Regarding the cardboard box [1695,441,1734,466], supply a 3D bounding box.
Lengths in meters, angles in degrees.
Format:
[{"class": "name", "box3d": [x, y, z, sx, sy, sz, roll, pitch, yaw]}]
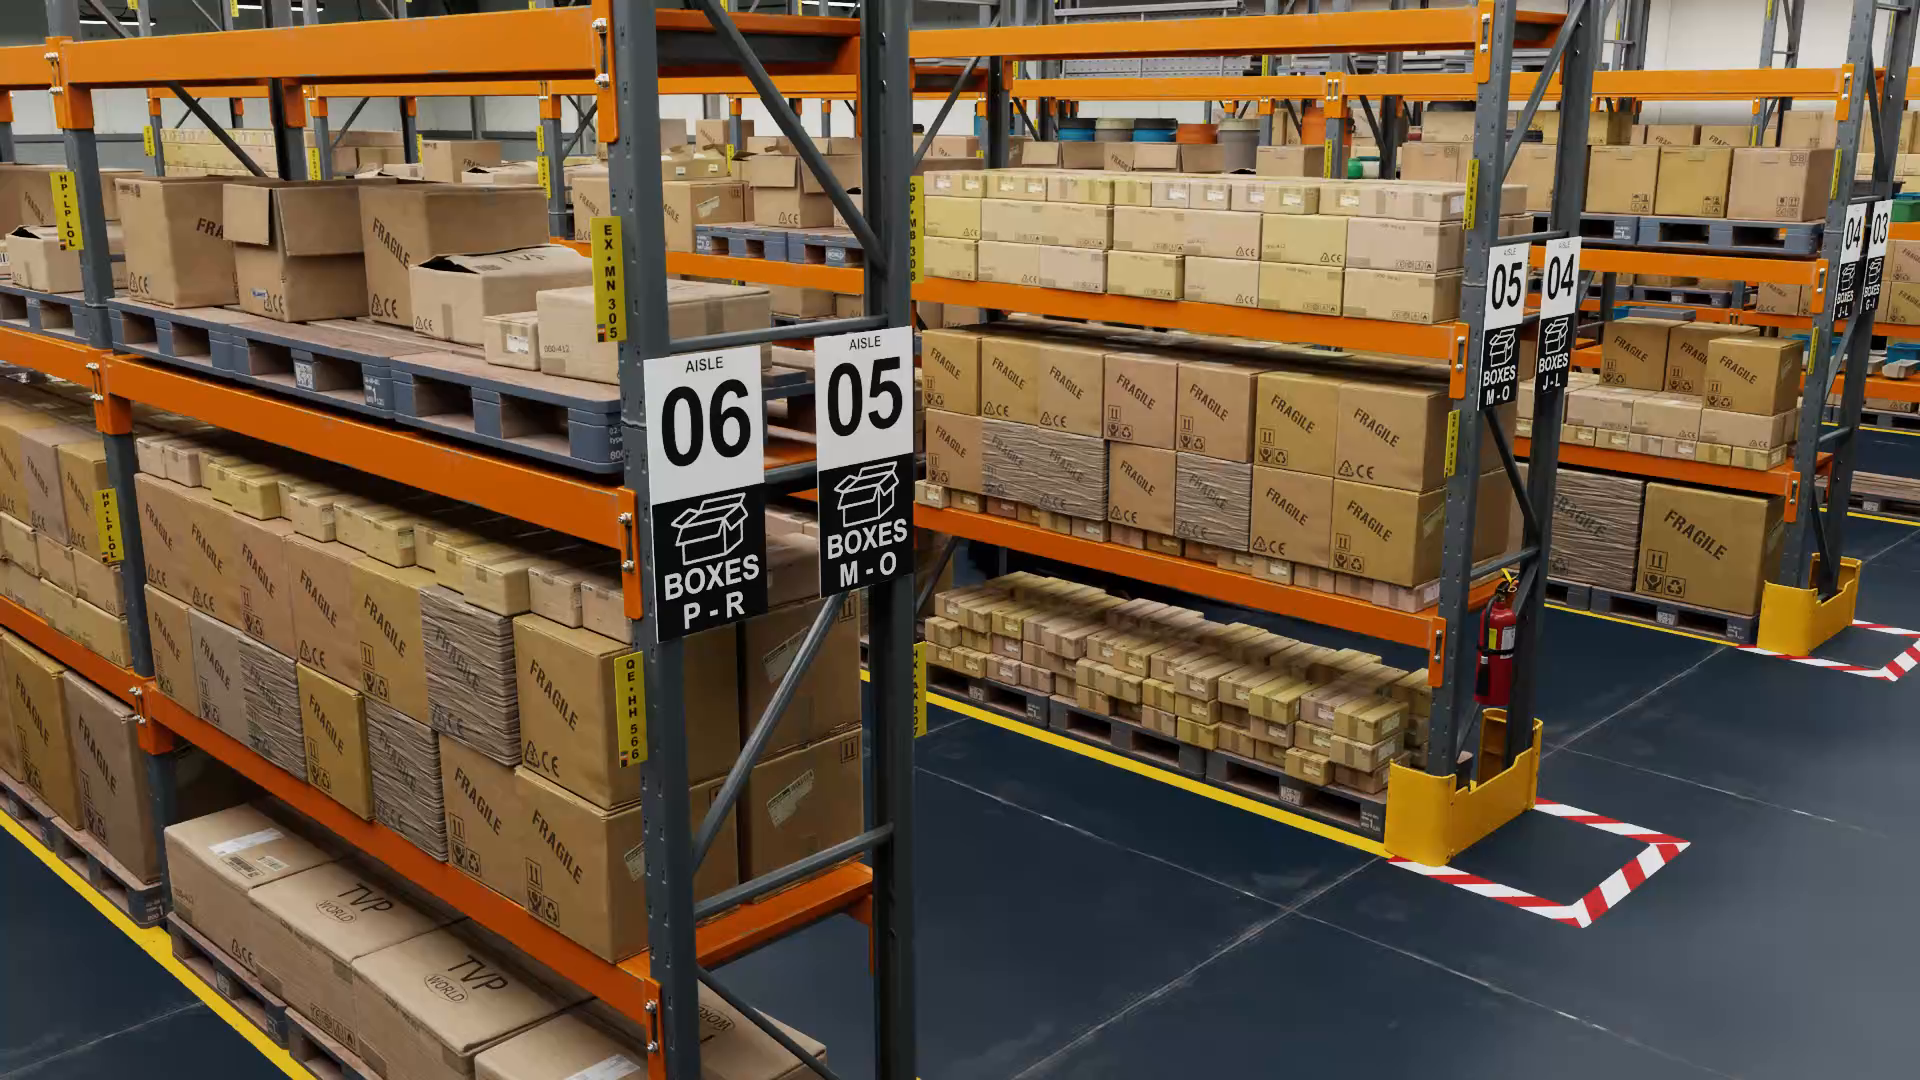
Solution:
[{"class": "cardboard box", "box3d": [5.667, -0.667, 12.358, 0.250, 0.149, 0.380, 14, 20, 43]}]

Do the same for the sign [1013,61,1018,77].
[{"class": "sign", "box3d": [0.750, -6.444, 22.548, 0.005, 0.325, 0.100, 14, 20, 42]}]

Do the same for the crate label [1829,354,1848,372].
[{"class": "crate label", "box3d": [8.650, -1.748, 16.415, 0.243, 0.136, 0.396, 14, 20, 42]}]

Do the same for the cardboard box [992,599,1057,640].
[{"class": "cardboard box", "box3d": [0.423, 0.523, 10.936, 0.250, 0.149, 0.380, 13, 20, 41]}]

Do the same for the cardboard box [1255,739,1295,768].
[{"class": "cardboard box", "box3d": [1.915, 1.176, 9.610, 0.250, 0.149, 0.380, 14, 20, 42]}]

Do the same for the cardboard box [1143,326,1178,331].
[{"class": "cardboard box", "box3d": [2.051, -2.313, 15.989, 0.797, 0.503, 0.637, -14, 20, -42]}]

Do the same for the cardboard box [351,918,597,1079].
[{"class": "cardboard box", "box3d": [-1.747, 1.839, 6.492, 0.875, 0.438, 0.875, -14, 20, -43]}]

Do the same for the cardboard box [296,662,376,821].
[{"class": "cardboard box", "box3d": [-2.178, 0.707, 6.391, 0.500, 0.500, 0.500, -14, 20, -43]}]

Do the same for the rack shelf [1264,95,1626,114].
[{"class": "rack shelf", "box3d": [5.459, -5.051, 19.008, 4.000, 0.370, 1.077, 14, 20, 42]}]

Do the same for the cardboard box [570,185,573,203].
[{"class": "cardboard box", "box3d": [-3.063, -2.927, 14.053, 0.250, 0.149, 0.380, 13, 19, 40]}]

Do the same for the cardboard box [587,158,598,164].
[{"class": "cardboard box", "box3d": [-4.606, -4.877, 21.576, 0.380, 0.149, 0.250, -14, 20, -42]}]

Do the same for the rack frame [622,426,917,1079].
[{"class": "rack frame", "box3d": [-0.538, 1.058, 5.240, 0.127, 3.000, 1.000, 14, 20, 42]}]

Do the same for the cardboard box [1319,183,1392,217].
[{"class": "cardboard box", "box3d": [2.087, -1.782, 8.707, 0.250, 0.149, 0.380, 13, 19, 41]}]

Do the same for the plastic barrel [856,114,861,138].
[{"class": "plastic barrel", "box3d": [-1.302, -6.240, 25.617, 0.708, 0.830, 0.600, 14, 20, 42]}]

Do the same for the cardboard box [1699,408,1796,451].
[{"class": "cardboard box", "box3d": [5.807, -0.849, 12.265, 0.500, 0.250, 0.500, 13, 20, 41]}]

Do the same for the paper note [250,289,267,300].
[{"class": "paper note", "box3d": [-2.454, -0.860, 5.813, 0.123, 0.032, 0.006, 14, 20, 42]}]

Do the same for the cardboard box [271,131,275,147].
[{"class": "cardboard box", "box3d": [-6.660, -4.020, 16.666, 0.250, 0.149, 0.380, 14, 20, 42]}]

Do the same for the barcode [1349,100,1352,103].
[{"class": "barcode", "box3d": [7.314, -8.230, 31.170, 0.075, 0.075, 0.001, 14, 20, 42]}]

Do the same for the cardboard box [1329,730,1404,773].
[{"class": "cardboard box", "box3d": [2.247, 1.134, 9.180, 0.250, 0.149, 0.380, 13, 19, 41]}]

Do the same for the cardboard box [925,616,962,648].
[{"class": "cardboard box", "box3d": [-0.016, 0.596, 11.245, 0.380, 0.149, 0.250, -13, 20, -42]}]

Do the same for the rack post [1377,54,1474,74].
[{"class": "rack post", "box3d": [5.353, -5.332, 18.858, 0.937, 0.300, 0.954, -12, 19, -38]}]

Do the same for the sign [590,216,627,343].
[{"class": "sign", "box3d": [-0.925, -0.687, 4.391, 0.005, 0.325, 0.100, 14, 20, 42]}]

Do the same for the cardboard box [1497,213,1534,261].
[{"class": "cardboard box", "box3d": [2.682, -1.605, 8.816, 0.500, 0.250, 0.500, 14, 20, 43]}]

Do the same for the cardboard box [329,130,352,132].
[{"class": "cardboard box", "box3d": [-6.389, -4.184, 17.296, 0.250, 0.149, 0.380, 13, 20, 41]}]

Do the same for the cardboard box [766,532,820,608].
[{"class": "cardboard box", "box3d": [-0.602, 0.100, 5.450, 0.380, 0.149, 0.250, -14, 20, -43]}]

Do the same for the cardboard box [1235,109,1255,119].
[{"class": "cardboard box", "box3d": [5.572, -8.023, 31.922, 0.500, 0.500, 0.500, 13, 20, 42]}]

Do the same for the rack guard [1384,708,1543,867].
[{"class": "rack guard", "box3d": [2.770, 1.338, 9.122, 0.348, 0.500, 1.175, 14, 20, 42]}]

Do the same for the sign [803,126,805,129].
[{"class": "sign", "box3d": [-1.915, -4.834, 20.099, 0.005, 0.325, 0.100, 14, 20, 42]}]

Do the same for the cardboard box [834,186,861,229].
[{"class": "cardboard box", "box3d": [-0.542, -2.362, 11.760, 0.500, 0.311, 0.500, 13, 20, 41]}]

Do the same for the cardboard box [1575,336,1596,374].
[{"class": "cardboard box", "box3d": [8.707, -2.540, 23.135, 0.500, 0.500, 0.500, 13, 19, 40]}]

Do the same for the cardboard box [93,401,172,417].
[{"class": "cardboard box", "box3d": [-4.280, -0.475, 8.944, 0.500, 0.500, 0.500, 13, 19, 41]}]

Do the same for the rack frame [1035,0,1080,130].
[{"class": "rack frame", "box3d": [1.701, -8.241, 29.032, 0.127, 3.000, 1.000, 14, 20, 42]}]

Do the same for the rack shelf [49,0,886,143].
[{"class": "rack shelf", "box3d": [-1.978, -1.653, 5.968, 4.000, 0.370, 1.077, 14, 20, 42]}]

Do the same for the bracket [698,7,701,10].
[{"class": "bracket", "box3d": [-6.664, -13.930, 43.728, 0.430, 0.232, 0.235, 14, 20, 42]}]

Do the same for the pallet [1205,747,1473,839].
[{"class": "pallet", "box3d": [2.210, 1.330, 9.729, 1.213, 0.211, 1.003, 14, 20, 42]}]

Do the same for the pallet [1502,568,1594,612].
[{"class": "pallet", "box3d": [4.836, 0.270, 13.797, 1.213, 0.211, 1.003, 14, 20, 42]}]

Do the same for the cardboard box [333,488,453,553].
[{"class": "cardboard box", "box3d": [-2.068, -0.077, 6.129, 0.380, 0.149, 0.250, -14, 20, -42]}]

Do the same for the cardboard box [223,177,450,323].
[{"class": "cardboard box", "box3d": [-2.424, -1.165, 6.586, 0.797, 0.503, 0.637, -13, 19, -40]}]

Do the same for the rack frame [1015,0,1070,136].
[{"class": "rack frame", "box3d": [1.140, -6.643, 22.897, 0.127, 3.000, 1.000, 14, 20, 42]}]

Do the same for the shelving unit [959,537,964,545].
[{"class": "shelving unit", "box3d": [0.006, -0.434, 15.131, 0.210, 0.900, 0.258, 14, 20, 42]}]

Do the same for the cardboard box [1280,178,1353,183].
[{"class": "cardboard box", "box3d": [2.001, -1.947, 9.339, 0.380, 0.149, 0.250, -14, 20, -43]}]

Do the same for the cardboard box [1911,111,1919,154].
[{"class": "cardboard box", "box3d": [11.807, -4.884, 19.915, 0.500, 0.500, 0.700, 14, 20, 42]}]

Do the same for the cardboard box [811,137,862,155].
[{"class": "cardboard box", "box3d": [-1.350, -4.280, 18.742, 0.797, 0.503, 0.637, -14, 20, -42]}]

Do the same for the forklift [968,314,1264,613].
[{"class": "forklift", "box3d": [1.436, -1.007, 13.300, 1.130, 2.935, 3.031, -13, 20, -41]}]

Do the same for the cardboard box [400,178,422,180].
[{"class": "cardboard box", "box3d": [-4.985, -3.247, 15.281, 0.250, 0.149, 0.380, 14, 20, 42]}]

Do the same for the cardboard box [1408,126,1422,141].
[{"class": "cardboard box", "box3d": [8.354, -7.131, 29.688, 0.500, 0.500, 0.500, -11, 18, -36]}]

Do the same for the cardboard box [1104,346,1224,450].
[{"class": "cardboard box", "box3d": [1.195, -0.839, 9.750, 0.500, 0.500, 0.500, 13, 19, 40]}]

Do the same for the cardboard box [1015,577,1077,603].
[{"class": "cardboard box", "box3d": [0.594, 0.383, 11.472, 0.250, 0.149, 0.380, 14, 20, 43]}]

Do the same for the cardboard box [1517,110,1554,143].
[{"class": "cardboard box", "box3d": [8.137, -5.755, 23.258, 0.500, 0.500, 0.500, 14, 20, 42]}]

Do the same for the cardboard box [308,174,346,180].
[{"class": "cardboard box", "box3d": [-6.298, -3.545, 16.426, 0.250, 0.149, 0.380, 14, 20, 42]}]

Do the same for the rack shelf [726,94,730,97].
[{"class": "rack shelf", "box3d": [-3.738, -5.744, 20.881, 4.000, 0.370, 1.077, 14, 20, 42]}]

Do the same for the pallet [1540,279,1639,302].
[{"class": "pallet", "box3d": [8.863, -3.506, 23.136, 1.213, 0.211, 1.003, 14, 20, 42]}]

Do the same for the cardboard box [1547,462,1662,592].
[{"class": "cardboard box", "box3d": [5.169, -0.172, 13.343, 0.875, 0.875, 0.875, 14, 20, 42]}]

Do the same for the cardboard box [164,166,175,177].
[{"class": "cardboard box", "box3d": [-8.669, -4.121, 18.637, 0.250, 0.149, 0.380, 14, 20, 43]}]

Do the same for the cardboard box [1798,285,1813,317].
[{"class": "cardboard box", "box3d": [10.888, -3.059, 20.842, 0.500, 0.500, 0.500, 14, 20, 43]}]

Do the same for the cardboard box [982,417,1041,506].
[{"class": "cardboard box", "box3d": [0.488, -0.533, 10.557, 0.500, 0.500, 0.500, 14, 20, 42]}]

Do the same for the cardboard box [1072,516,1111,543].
[{"class": "cardboard box", "box3d": [0.904, -0.106, 10.205, 0.380, 0.149, 0.250, -13, 20, -42]}]
